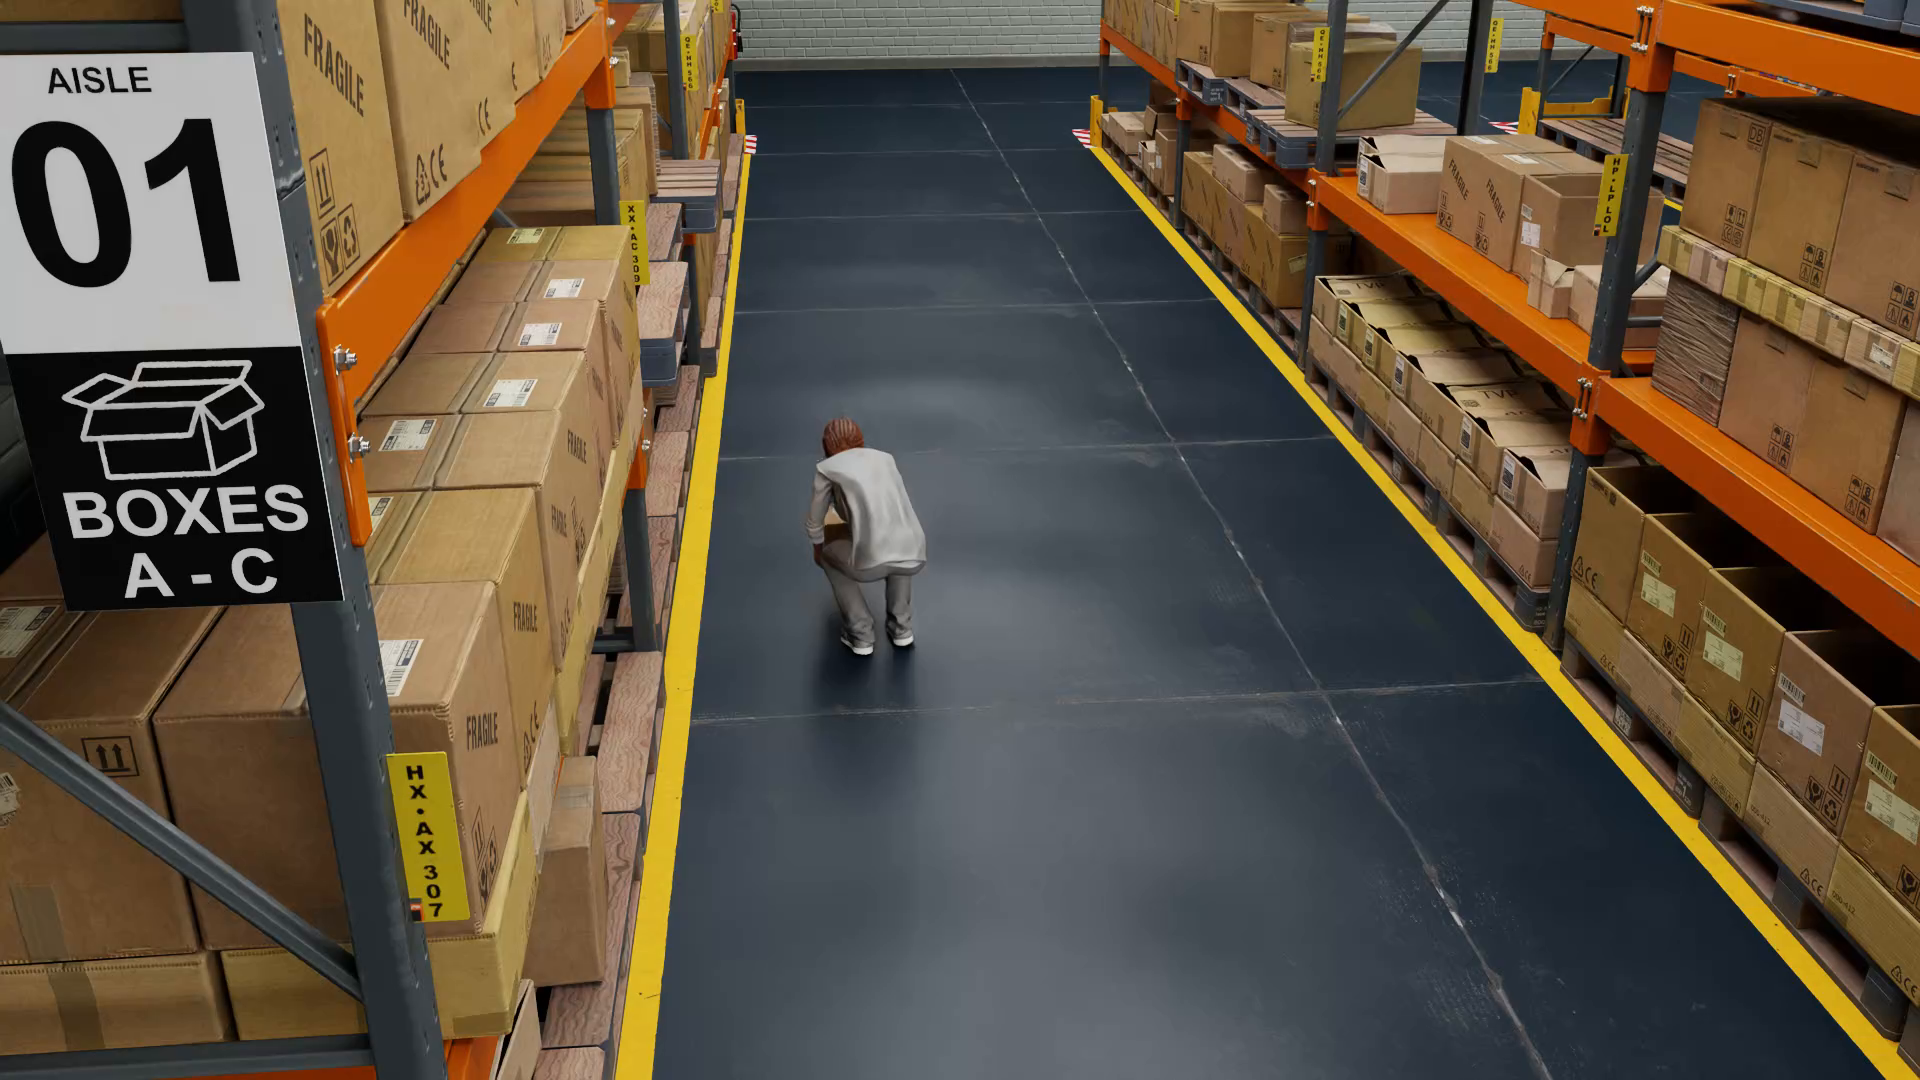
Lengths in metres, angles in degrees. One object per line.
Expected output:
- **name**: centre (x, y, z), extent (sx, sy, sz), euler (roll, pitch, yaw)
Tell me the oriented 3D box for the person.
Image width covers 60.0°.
- **person**: centre (-0.417, 0.004, 7.404), extent (0.447, 0.948, 0.773), euler (-8, 25, -17)
